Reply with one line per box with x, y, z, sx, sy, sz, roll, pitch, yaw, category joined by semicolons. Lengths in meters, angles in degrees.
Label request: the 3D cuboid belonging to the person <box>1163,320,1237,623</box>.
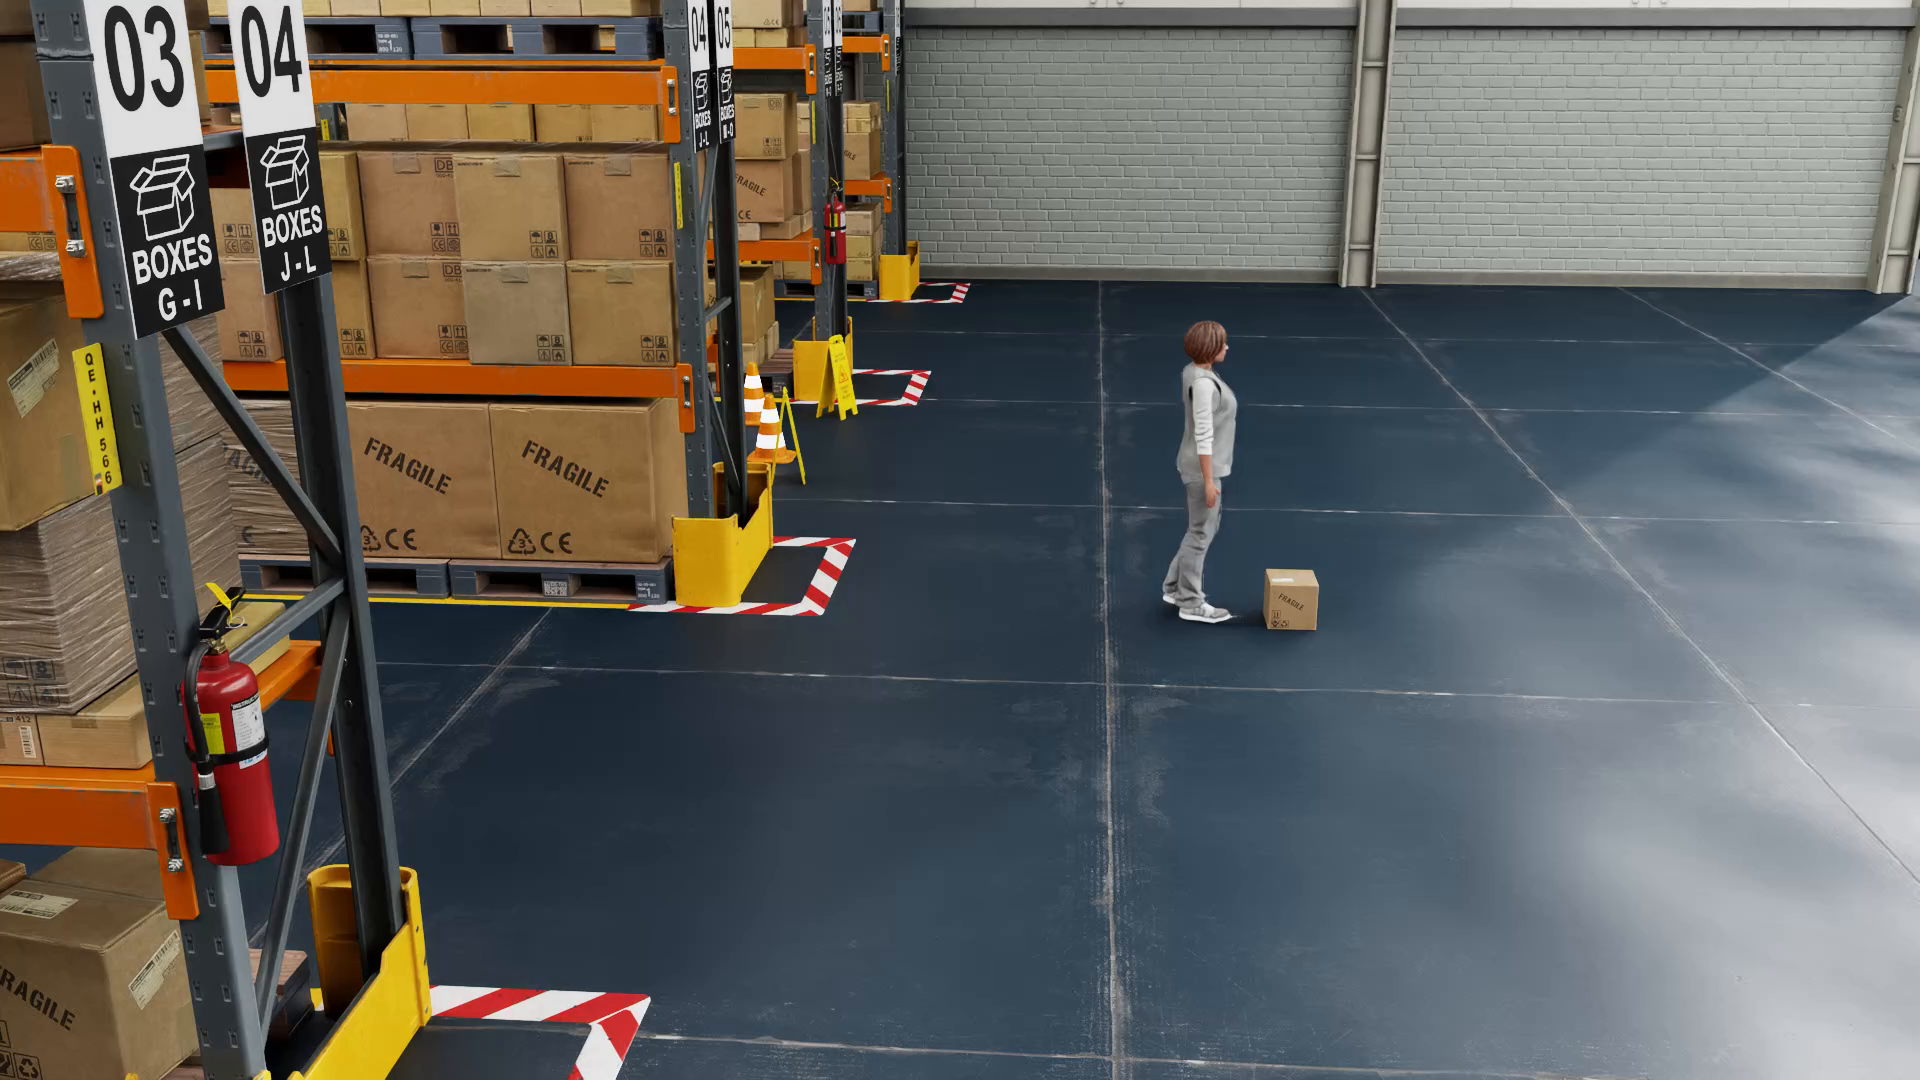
1.257;-0.345;8.619;0.352;1.594;0.452;1;18;5;person
